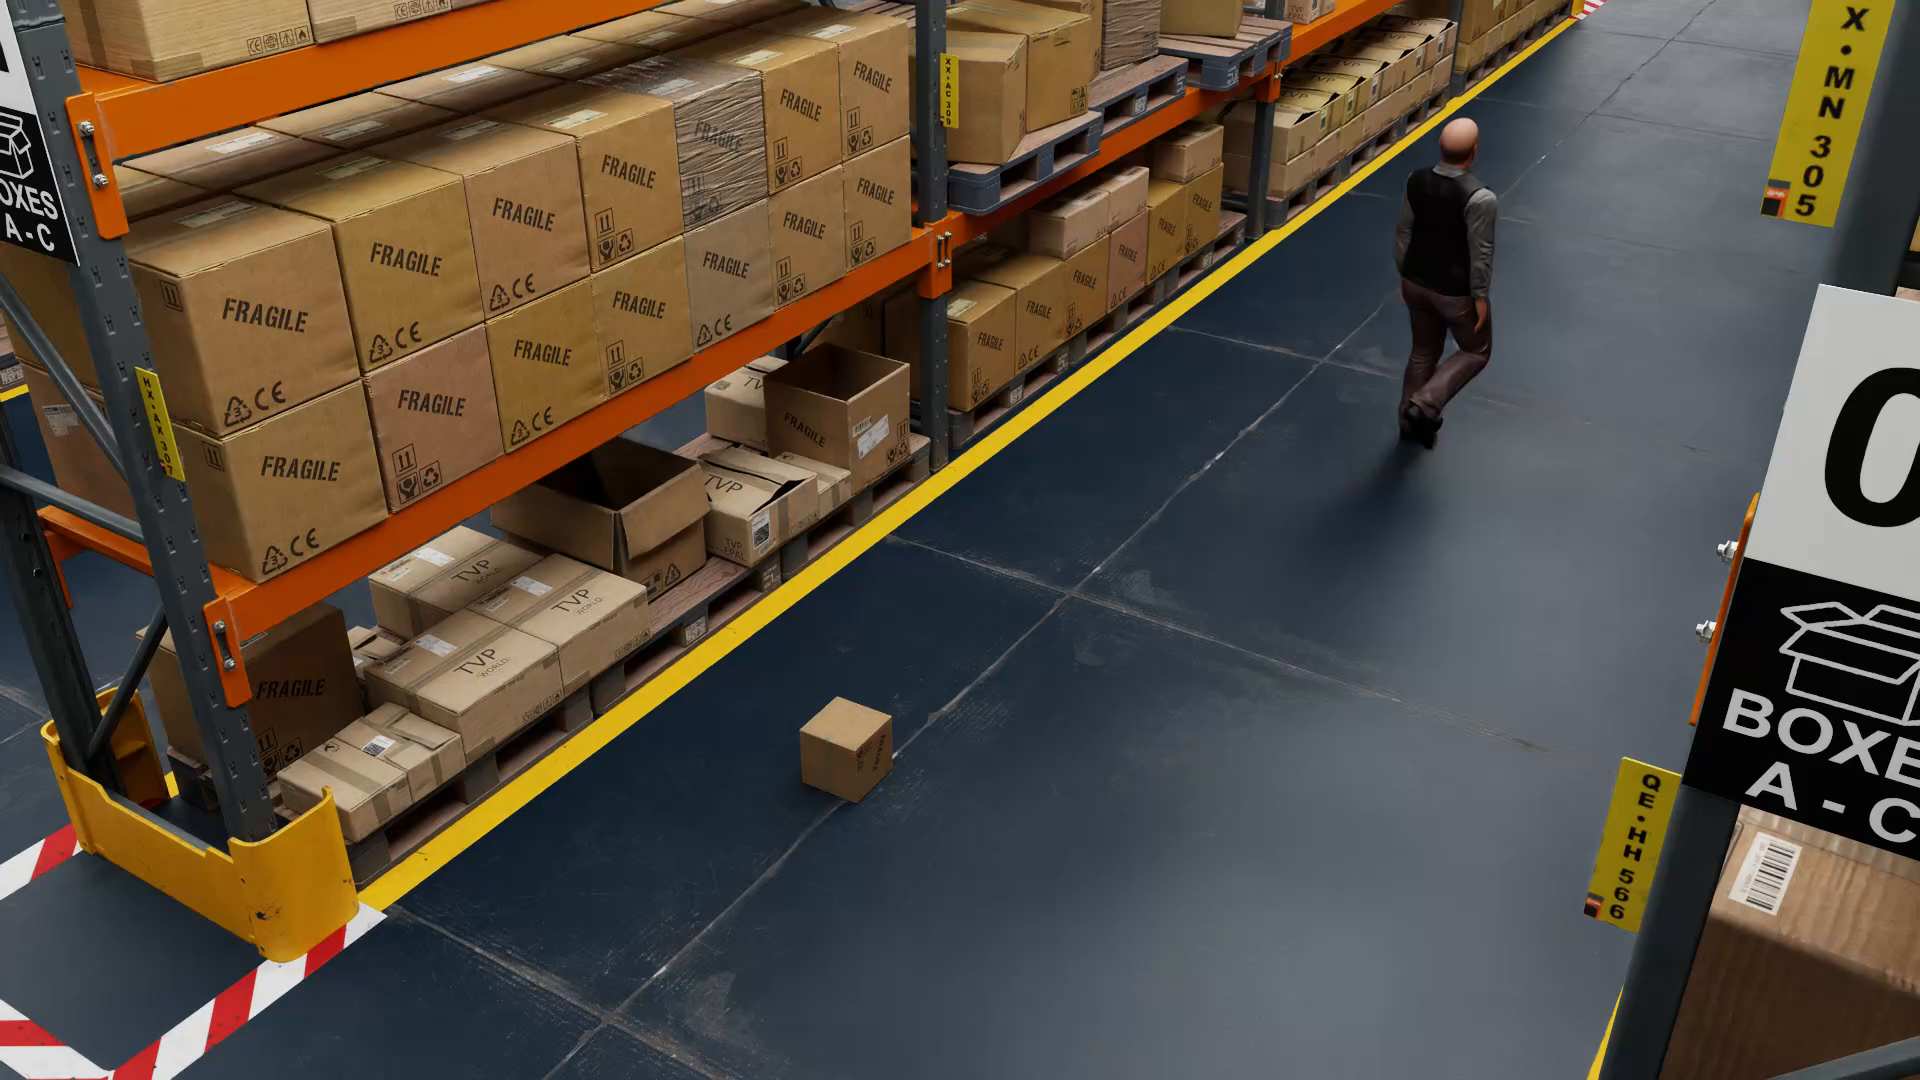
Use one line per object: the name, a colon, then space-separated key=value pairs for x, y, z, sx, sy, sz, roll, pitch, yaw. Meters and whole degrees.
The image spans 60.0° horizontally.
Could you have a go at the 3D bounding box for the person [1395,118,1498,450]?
person: x=2.394 y=-1.256 z=8.265 sx=0.514 sy=1.706 sz=0.545 roll=-22 pitch=37 yaw=-32
